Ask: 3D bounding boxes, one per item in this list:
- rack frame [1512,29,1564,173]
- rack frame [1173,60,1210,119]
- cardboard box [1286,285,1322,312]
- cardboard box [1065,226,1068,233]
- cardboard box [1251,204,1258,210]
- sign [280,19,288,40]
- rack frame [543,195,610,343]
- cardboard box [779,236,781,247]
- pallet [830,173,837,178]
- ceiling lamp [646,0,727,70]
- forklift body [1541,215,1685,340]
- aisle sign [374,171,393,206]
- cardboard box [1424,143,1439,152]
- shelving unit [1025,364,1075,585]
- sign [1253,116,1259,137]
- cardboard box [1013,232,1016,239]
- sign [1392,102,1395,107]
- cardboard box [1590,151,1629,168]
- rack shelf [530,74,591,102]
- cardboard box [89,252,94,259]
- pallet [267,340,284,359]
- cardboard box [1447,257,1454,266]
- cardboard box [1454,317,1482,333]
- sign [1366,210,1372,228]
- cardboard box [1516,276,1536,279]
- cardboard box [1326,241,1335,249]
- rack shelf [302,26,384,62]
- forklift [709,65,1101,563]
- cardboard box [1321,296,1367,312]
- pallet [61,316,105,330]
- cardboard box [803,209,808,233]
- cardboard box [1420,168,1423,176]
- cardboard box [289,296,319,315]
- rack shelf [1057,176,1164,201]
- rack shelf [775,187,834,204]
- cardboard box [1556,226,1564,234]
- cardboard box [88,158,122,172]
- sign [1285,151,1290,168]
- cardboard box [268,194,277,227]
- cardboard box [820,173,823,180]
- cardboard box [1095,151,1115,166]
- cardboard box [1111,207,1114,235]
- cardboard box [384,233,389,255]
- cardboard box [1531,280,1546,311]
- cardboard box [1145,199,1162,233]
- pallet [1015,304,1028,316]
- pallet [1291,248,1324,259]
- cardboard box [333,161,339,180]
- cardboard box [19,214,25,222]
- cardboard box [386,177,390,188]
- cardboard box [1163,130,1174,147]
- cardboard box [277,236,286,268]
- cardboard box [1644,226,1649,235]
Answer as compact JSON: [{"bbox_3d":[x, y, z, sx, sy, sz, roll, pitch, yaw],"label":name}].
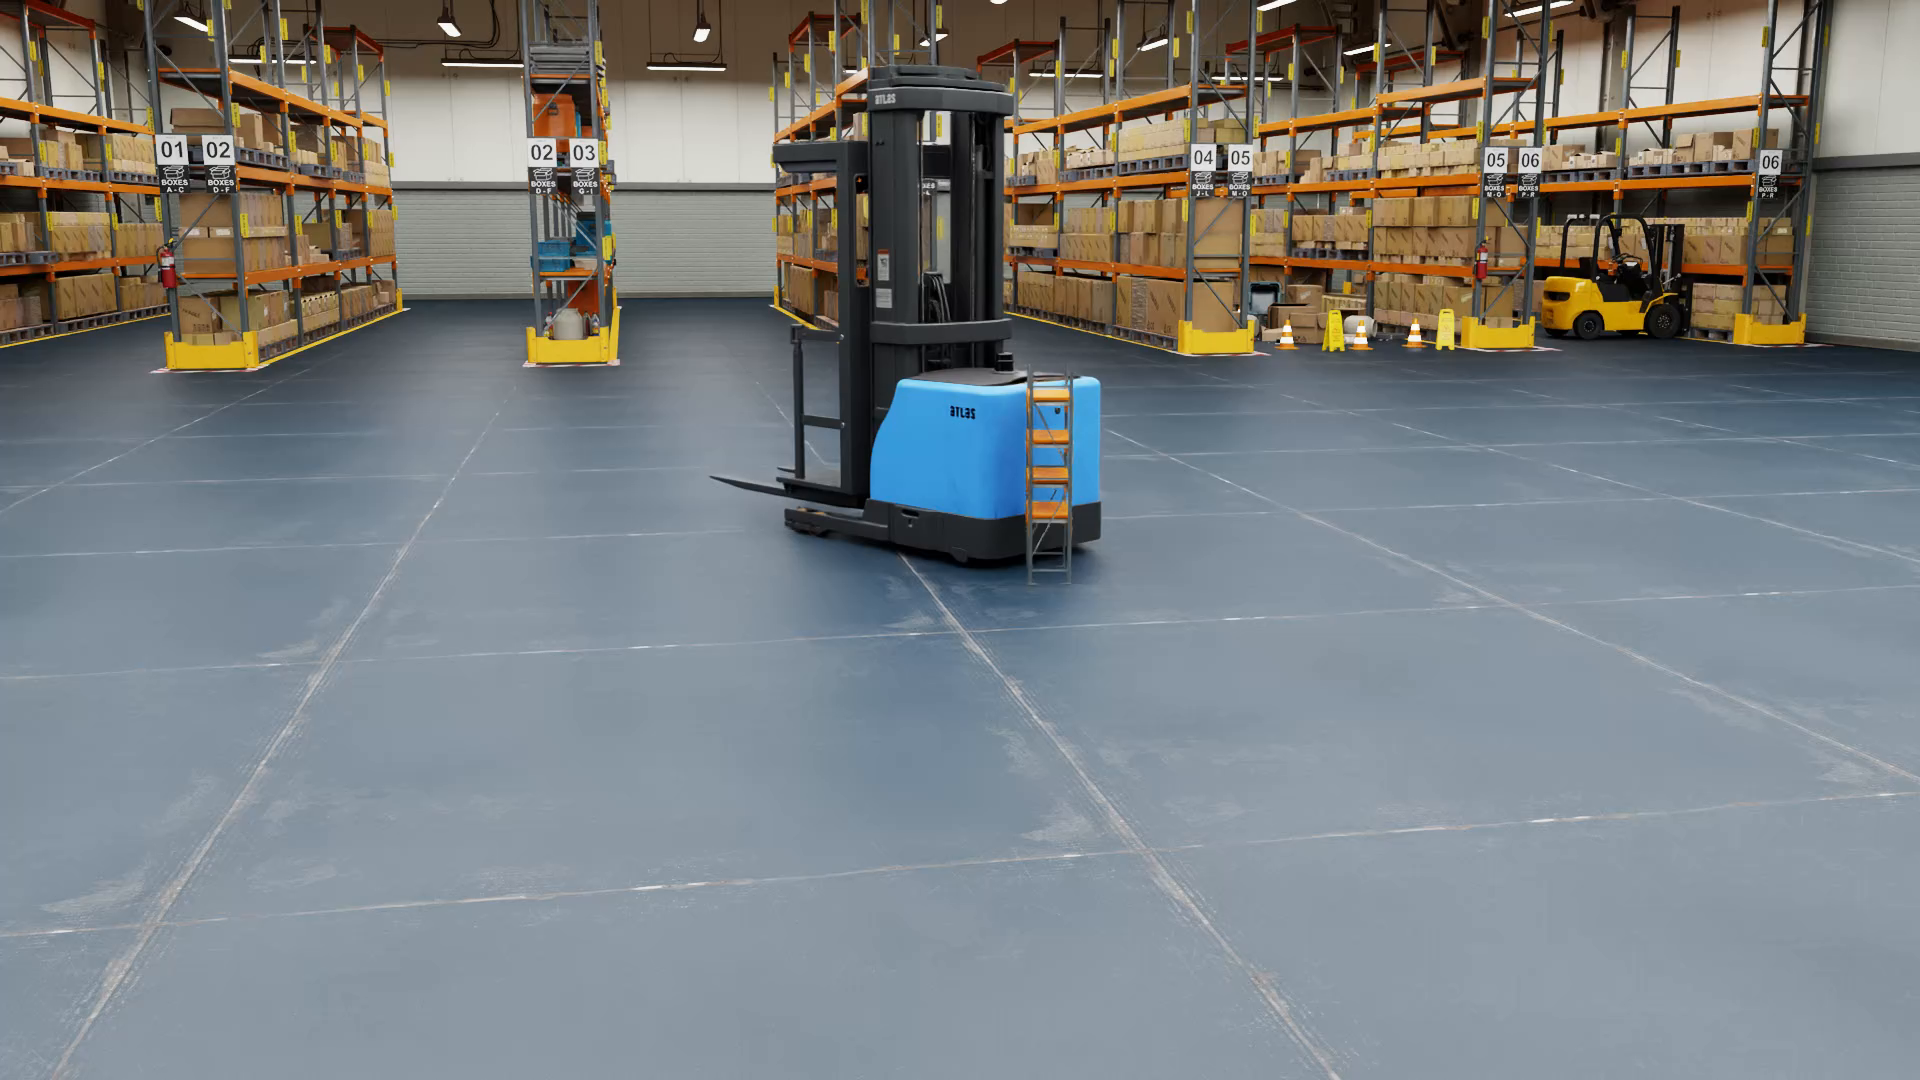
[{"bbox_3d":[12.182,-9.237,35.162,1.000,3.000,0.127,-2,11,-11],"label":"rack frame"},{"bbox_3d":[5.757,-10.523,41.919,1.000,3.000,0.127,-2,11,-11],"label":"rack frame"},{"bbox_3d":[6.351,-4.449,30.711,0.500,0.500,0.500,-2,11,-11],"label":"cardboard box"},{"bbox_3d":[2.429,-6.520,34.890,0.380,0.149,0.250,-3,11,-13],"label":"cardboard box"},{"bbox_3d":[6.729,-7.769,38.816,0.380,0.149,0.250,-2,11,-12],"label":"cardboard box"},{"bbox_3d":[-10.798,-8.155,26.553,0.100,0.325,0.005,-2,11,-11],"label":"sign"},{"bbox_3d":[-6.488,-4.835,28.077,1.000,3.000,0.127,-2,11,-11],"label":"rack frame"},{"bbox_3d":[-4.027,-7.096,39.559,0.500,0.250,0.500,-2,11,-12],"label":"cardboard box"},{"bbox_3d":[-1.645,-6.514,29.376,1.213,0.211,1.003,-2,11,-11],"label":"pallet"},{"bbox_3d":[-6.873,-13.434,41.601,2.000,3.185,0.800,-2,11,-11],"label":"ceiling lamp"},{"bbox_3d":[11.579,-4.688,29.572,2.313,2.155,1.214,-2,11,-11],"label":"forklift body"},{"bbox_3d":[-13.394,-8.157,38.579,0.394,0.787,0.004,-2,11,-11],"label":"aisle sign"},{"bbox_3d":[8.183,-6.715,28.472,0.380,0.149,0.250,-2,11,-10],"label":"cardboard box"},{"bbox_3d":[0.508,-0.384,9.503,0.258,1.200,0.503,0,11,1],"label":"shelving unit"},{"bbox_3d":[4.579,-6.404,25.750,0.100,0.325,0.005,-2,11,-11],"label":"sign"},{"bbox_3d":[1.377,-6.737,36.822,0.380,0.149,0.250,-2,11,-12],"label":"cardboard box"},{"bbox_3d":[11.174,-11.258,42.855,0.100,0.325,0.005,-2,11,-11],"label":"sign"},{"bbox_3d":[12.580,-7.366,32.199,0.500,0.311,0.500,-2,11,-13],"label":"cardboard box"},{"bbox_3d":[-6.099,-6.961,25.675,0.919,0.124,3.809,-2,11,-11],"label":"rack shelf"},{"bbox_3d":[-17.248,-5.589,32.654,0.380,0.149,0.250,-2,11,-11],"label":"cardboard box"},{"bbox_3d":[-10.993,-2.914,25.443,1.003,0.211,1.213,-2,11,-11],"label":"pallet"},{"bbox_3d":[8.400,-4.670,27.879,0.380,0.149,0.250,-2,11,-12],"label":"cardboard box"},{"bbox_3d":[8.444,-3.640,28.031,0.500,0.250,0.500,-2,11,-11],"label":"cardboard box"},{"bbox_3d":[7.548,-5.923,30.699,0.100,0.325,0.005,-2,11,-11],"label":"sign"},{"bbox_3d":[12.386,-5.694,36.419,0.380,0.149,0.250,-2,11,-8],"label":"cardboard box"},{"bbox_3d":[7.461,-5.827,32.840,0.380,0.149,0.250,-2,11,-9],"label":"cardboard box"},{"bbox_3d":[-13.292,-10.716,35.966,1.077,0.370,4.000,-2,11,-11],"label":"rack shelf"},{"bbox_3d":[-0.507,-1.519,10.836,1.130,2.935,3.031,-10,15,-43],"label":"forklift"},{"bbox_3d":[7.707,-4.646,32.990,0.950,0.372,0.625,-2,11,-9],"label":"cardboard box"},{"bbox_3d":[-17.297,-4.209,32.246,1.003,0.211,1.213,-2,11,-11],"label":"pallet"},{"bbox_3d":[-2.931,-6.781,35.351,0.797,0.503,0.637,-2,11,-10],"label":"cardboard box"},{"bbox_3d":[8.211,-6.376,28.824,0.380,0.149,0.250,-2,11,-11],"label":"cardboard box"},{"bbox_3d":[-11.377,-4.058,28.727,0.500,0.311,0.500,-2,11,-13],"label":"cardboard box"},{"bbox_3d":[2.867,-6.664,31.588,1.077,0.370,4.000,-2,11,-11],"label":"rack shelf"},{"bbox_3d":[-3.574,-7.969,38.446,1.077,0.370,4.000,-2,11,-11],"label":"rack shelf"},{"bbox_3d":[12.270,-6.258,33.552,0.380,0.149,0.250,-2,11,-13],"label":"cardboard box"},{"bbox_3d":[-17.637,-7.734,34.294,0.500,0.250,0.500,-2,11,-11],"label":"cardboard box"},{"bbox_3d":[6.767,-7.857,34.337,0.100,0.325,0.005,-2,11,-11],"label":"sign"},{"bbox_3d":[-11.155,-5.168,26.090,0.700,0.500,0.500,-2,11,-11],"label":"cardboard box"},{"bbox_3d":[-2.357,-6.865,31.121,0.500,0.250,0.500,-2,11,-10],"label":"cardboard box"},{"bbox_3d":[2.800,-7.051,30.706,0.500,0.250,0.500,-2,11,-11],"label":"cardboard box"},{"bbox_3d":[3.153,-5.808,30.248,0.700,0.500,0.500,-2,11,-12],"label":"cardboard box"},{"bbox_3d":[-13.131,-6.647,37.327,0.500,0.500,0.500,-2,11,-11],"label":"cardboard box"},{"bbox_3d":[12.424,-5.096,34.674,0.875,0.625,0.625,-2,11,-9],"label":"cardboard box"},{"bbox_3d":[3.596,-5.415,27.833,0.875,0.550,0.500,-2,11,-11],"label":"cardboard box"},{"bbox_3d":[1.852,-5.132,37.093,1.003,0.211,1.213,-2,11,-11],"label":"pallet"},{"bbox_3d":[7.556,-5.888,34.123,1.213,0.211,1.003,-2,11,-11],"label":"pallet"},{"bbox_3d":[-12.342,-7.084,31.604,0.910,0.500,0.500,-2,11,-11],"label":"cardboard box"},{"bbox_3d":[-16.887,-5.730,29.601,0.380,0.149,0.250,-4,11,-18],"label":"cardboard box"},{"bbox_3d":[-13.323,-8.172,37.986,0.500,0.250,0.500,-2,11,-11],"label":"cardboard box"},{"bbox_3d":[3.568,-6.416,26.577,0.500,0.250,0.500,-2,11,-11],"label":"cardboard box"},{"bbox_3d":[-11.255,-4.624,26.698,0.700,0.500,0.500,-2,11,-12],"label":"cardboard box"},{"bbox_3d":[12.869,-5.714,30.694,0.380,0.149,0.250,-2,11,-10],"label":"cardboard box"}]
